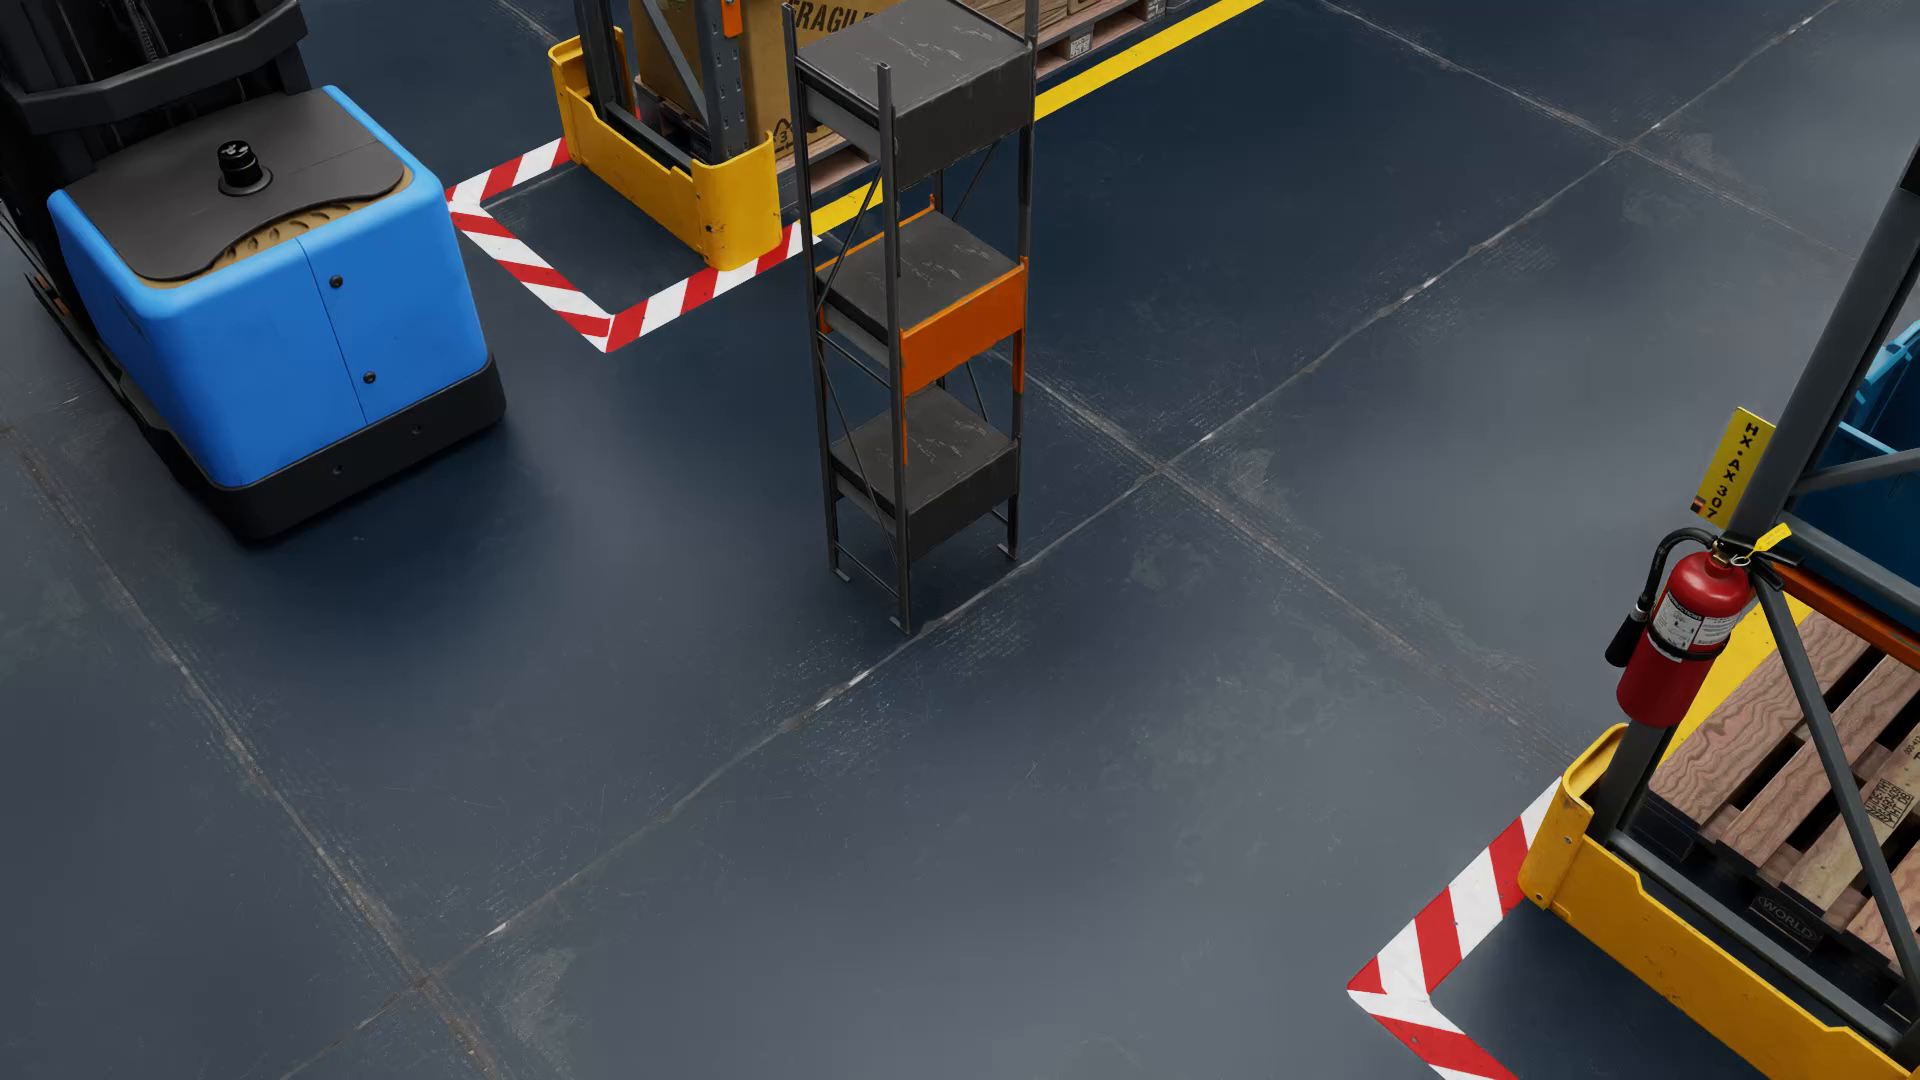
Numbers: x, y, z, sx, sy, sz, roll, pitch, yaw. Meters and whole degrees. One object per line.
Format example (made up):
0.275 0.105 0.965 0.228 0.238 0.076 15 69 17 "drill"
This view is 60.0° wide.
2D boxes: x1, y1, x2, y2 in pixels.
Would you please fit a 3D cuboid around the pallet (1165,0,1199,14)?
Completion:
1.134 -3.201 8.560 1.213 0.211 1.003 -34 56 -27 "pallet"

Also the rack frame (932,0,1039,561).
0.058 -0.751 5.014 0.015 2.100 0.400 -34 56 -27 "rack frame"

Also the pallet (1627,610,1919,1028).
2.758 0.750 4.914 1.213 0.211 1.003 -34 56 -27 "pallet"

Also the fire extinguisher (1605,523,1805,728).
1.705 0.171 3.857 0.183 0.674 0.296 -34 56 -27 "fire extinguisher"

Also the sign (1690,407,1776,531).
1.740 -0.155 3.741 0.005 0.325 0.100 -34 56 -27 "sign"

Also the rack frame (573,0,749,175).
-1.210 -2.502 6.018 0.127 3.000 1.000 -34 56 -27 "rack frame"

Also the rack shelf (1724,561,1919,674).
3.602 -0.554 4.709 4.000 0.370 1.077 -34 56 -27 "rack shelf"

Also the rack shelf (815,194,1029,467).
-0.122 -0.621 4.913 0.480 0.518 0.431 -34 56 -27 "rack shelf"

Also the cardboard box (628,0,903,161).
-0.790 -2.284 6.976 0.875 0.875 0.875 -34 56 -27 "cardboard box"

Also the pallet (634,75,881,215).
-0.671 -1.994 7.447 1.213 0.211 1.003 -34 56 -27 "pallet"

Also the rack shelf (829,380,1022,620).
-0.122 -0.146 5.427 0.480 0.518 0.431 -34 56 -27 "rack shelf"

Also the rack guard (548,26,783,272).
-1.228 -1.643 6.925 0.348 0.500 1.175 -34 56 -27 "rack guard"

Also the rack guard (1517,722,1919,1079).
2.113 1.058 4.434 0.348 0.500 1.175 -34 56 -27 "rack guard"

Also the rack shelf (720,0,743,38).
0.270 -3.247 7.195 4.000 0.370 1.077 -34 56 -27 "rack shelf"

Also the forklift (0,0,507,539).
-3.009 -2.007 5.608 1.130 2.935 3.031 -33 55 -26 "forklift"

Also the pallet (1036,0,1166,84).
0.231 -2.595 8.000 1.213 0.211 1.003 -34 56 -27 "pallet"

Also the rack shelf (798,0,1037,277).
-0.123 -1.096 4.398 0.480 0.518 0.431 -34 56 -27 "rack shelf"

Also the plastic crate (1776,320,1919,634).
2.244 -0.108 3.744 0.499 0.435 0.616 -34 56 -27 "plastic crate"

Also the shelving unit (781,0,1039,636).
-0.122 -0.630 4.903 0.503 2.100 0.431 -34 56 -27 "shelving unit"

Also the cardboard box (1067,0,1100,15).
0.541 -3.174 7.798 0.875 0.875 0.875 -34 56 -27 "cardboard box"

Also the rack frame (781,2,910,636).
-0.303 -0.510 4.791 0.015 2.100 0.400 -34 56 -27 "rack frame"

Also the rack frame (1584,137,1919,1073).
2.122 0.191 3.533 0.127 3.000 1.000 -34 56 -27 "rack frame"

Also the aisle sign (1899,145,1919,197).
1.872 -0.814 2.691 0.004 0.787 0.394 -34 56 -27 "aisle sign"

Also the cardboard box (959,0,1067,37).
-0.117 -2.734 7.392 0.875 0.875 0.875 -34 56 -27 "cardboard box"
